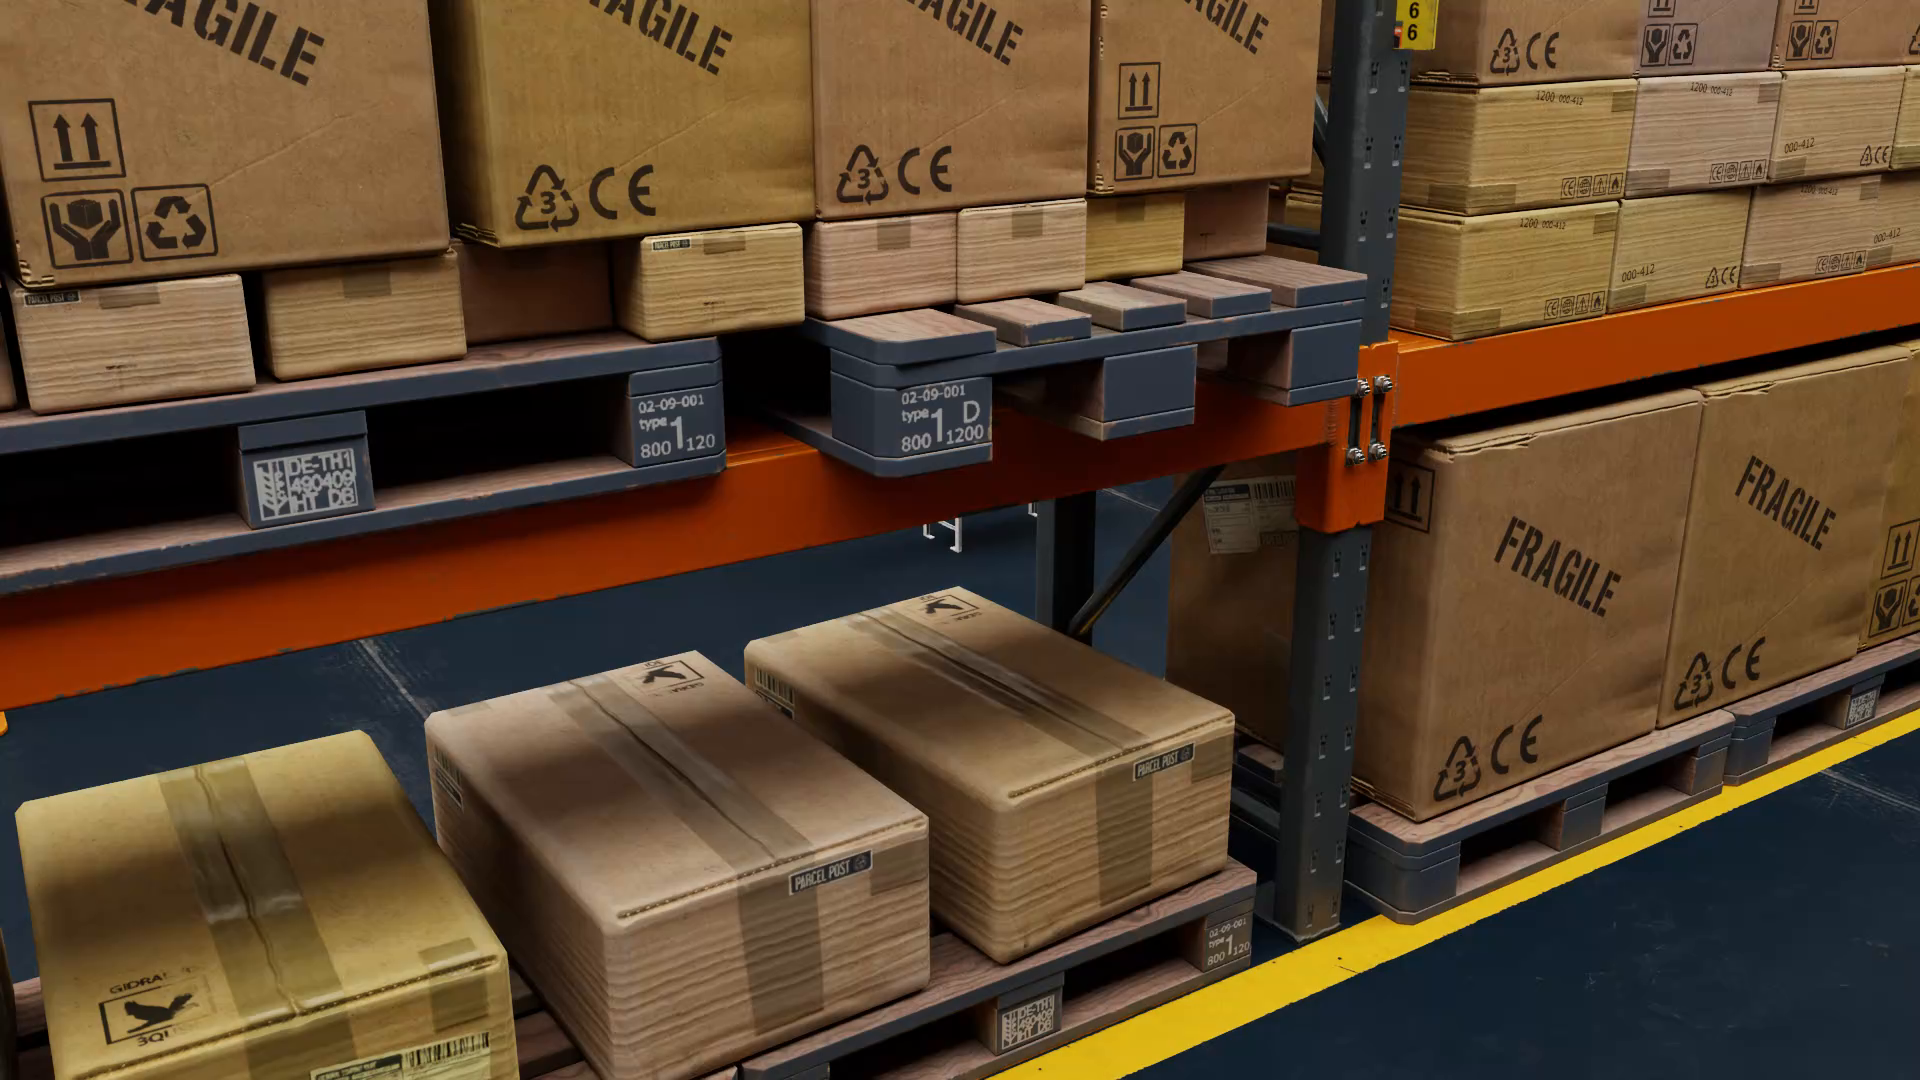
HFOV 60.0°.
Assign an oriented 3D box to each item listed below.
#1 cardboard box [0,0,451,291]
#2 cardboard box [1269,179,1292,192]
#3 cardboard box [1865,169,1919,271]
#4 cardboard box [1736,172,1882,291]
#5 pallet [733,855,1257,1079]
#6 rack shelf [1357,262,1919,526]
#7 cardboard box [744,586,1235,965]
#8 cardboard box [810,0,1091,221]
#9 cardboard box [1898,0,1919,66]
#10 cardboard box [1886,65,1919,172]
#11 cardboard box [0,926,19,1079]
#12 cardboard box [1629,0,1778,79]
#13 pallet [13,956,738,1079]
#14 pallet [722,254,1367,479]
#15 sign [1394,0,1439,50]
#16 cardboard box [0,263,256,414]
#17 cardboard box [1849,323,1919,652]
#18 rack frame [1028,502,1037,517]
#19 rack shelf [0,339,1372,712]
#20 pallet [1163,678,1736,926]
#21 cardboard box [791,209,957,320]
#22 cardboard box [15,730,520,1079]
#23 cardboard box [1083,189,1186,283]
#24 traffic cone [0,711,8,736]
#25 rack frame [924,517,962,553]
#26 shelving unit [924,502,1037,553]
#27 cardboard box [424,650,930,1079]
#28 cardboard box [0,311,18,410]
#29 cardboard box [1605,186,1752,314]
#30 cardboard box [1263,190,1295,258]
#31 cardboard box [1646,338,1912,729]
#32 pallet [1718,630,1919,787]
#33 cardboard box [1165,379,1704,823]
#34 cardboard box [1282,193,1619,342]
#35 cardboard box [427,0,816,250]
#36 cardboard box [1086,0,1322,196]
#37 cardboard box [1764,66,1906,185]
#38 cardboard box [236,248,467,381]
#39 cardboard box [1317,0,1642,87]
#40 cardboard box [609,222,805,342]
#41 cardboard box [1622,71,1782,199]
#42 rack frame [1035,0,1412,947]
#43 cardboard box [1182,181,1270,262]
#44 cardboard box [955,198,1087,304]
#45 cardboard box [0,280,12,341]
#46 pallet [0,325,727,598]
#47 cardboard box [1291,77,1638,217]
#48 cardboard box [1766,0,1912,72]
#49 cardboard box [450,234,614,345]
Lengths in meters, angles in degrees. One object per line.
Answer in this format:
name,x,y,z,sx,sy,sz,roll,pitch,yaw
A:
cardboard box,-1.014,-0.633,2.156,0.500,0.500,0.500,-13,23,-34
cardboard box,0.781,-0.998,3.967,0.500,0.250,0.500,-12,22,-32
cardboard box,2.334,-0.901,4.460,0.500,0.250,0.500,-12,22,-31
cardboard box,1.924,-0.813,4.200,0.500,0.250,0.500,-11,22,-30
pallet,-0.137,0.779,3.610,1.213,0.211,1.003,-12,22,-31
rack shelf,2.186,-0.690,4.727,4.000,0.370,1.077,-12,22,-31
cardboard box,0.039,0.464,3.637,0.625,0.372,0.950,-14,23,-35
cardboard box,-0.136,-0.818,2.704,0.500,0.500,0.500,-12,22,-32
cardboard box,2.335,-1.486,4.240,0.500,0.500,0.500,-12,22,-31
cardboard box,2.361,-1.129,4.354,0.500,0.250,0.500,-11,22,-30
cardboard box,-1.789,0.851,2.492,0.625,0.372,0.950,-10,21,-28
cardboard box,1.471,-1.311,3.723,0.500,0.500,0.500,-12,22,-31
pallet,-1.155,0.993,2.978,1.213,0.211,1.003,-12,22,-31
pallet,-0.021,-0.434,3.145,1.003,0.211,1.213,-12,22,-31
sign,0.822,-1.046,2.972,0.005,0.325,0.100,-12,22,-31
cardboard box,-1.085,-0.289,2.153,0.250,0.149,0.380,-11,22,-29
cardboard box,2.633,-0.284,5.063,0.875,0.875,0.875,-11,22,-30
rack frame,0.342,-0.641,6.266,0.015,1.200,0.240,-12,22,-31
rack shelf,-1.154,0.014,2.643,4.000,0.370,1.077,-12,22,-31
pallet,1.216,0.523,4.367,1.213,0.211,1.003,-12,22,-31
cardboard box,-0.213,-0.473,2.697,0.250,0.149,0.380,-13,23,-34
cardboard box,-1.210,0.728,2.855,0.625,0.372,0.950,-11,22,-30
cardboard box,0.188,-0.572,2.989,0.250,0.149,0.380,-12,22,-31
traffic cone,-2.867,0.316,4.588,0.334,0.463,0.336,-12,22,-31
rack frame,-0.066,-0.555,6.012,0.015,1.200,0.240,-12,22,-31
shelving unit,0.138,-0.598,6.139,0.503,1.200,0.258,-12,22,-31
cardboard box,-0.573,0.596,3.246,0.625,0.372,0.950,-12,22,-32
cardboard box,-1.336,-0.256,2.056,0.250,0.149,0.380,-12,22,-31
cardboard box,1.482,-0.722,3.931,0.500,0.250,0.500,-13,22,-33
cardboard box,0.796,-0.766,4.062,0.500,0.250,0.500,-13,23,-33
cardboard box,1.886,-0.127,4.598,0.875,0.875,0.875,-12,22,-31
pallet,2.234,0.310,4.999,1.213,0.211,1.003,-12,22,-31
cardboard box,1.139,0.029,4.137,0.875,0.875,0.875,-12,22,-32
cardboard box,1.063,-0.627,3.649,0.500,0.250,0.500,-12,22,-32
cardboard box,-0.557,-0.729,2.440,0.500,0.500,0.500,-14,23,-35
cardboard box,0.289,-0.912,2.982,0.500,0.500,0.500,-13,22,-33
cardboard box,1.930,-1.043,4.100,0.500,0.250,0.500,-12,22,-32
cardboard box,-0.879,-0.344,2.316,0.250,0.149,0.380,-13,22,-33
cardboard box,1.062,-1.221,3.457,0.500,0.500,0.500,-13,22,-33
cardboard box,-0.435,-0.421,2.543,0.250,0.149,0.380,-11,22,-30
cardboard box,1.507,-0.959,3.850,0.500,0.250,0.500,-11,22,-30
rack frame,0.516,-0.679,3.569,0.127,3.000,1.000,-12,22,-31
cardboard box,0.372,-0.638,3.185,0.250,0.149,0.380,-11,22,-29
cardboard box,0.002,-0.515,2.822,0.250,0.149,0.380,-12,22,-32
cardboard box,-1.410,-0.414,2.521,0.250,0.149,0.380,-13,23,-33
pallet,-1.115,-0.228,2.536,1.213,0.211,1.003,-12,22,-31
cardboard box,1.075,-0.868,3.582,0.500,0.250,0.500,-12,22,-32
cardboard box,1.912,-1.398,3.980,0.500,0.500,0.500,-11,22,-30
cardboard box,-0.714,-0.410,2.511,0.250,0.149,0.380,-12,22,-31
